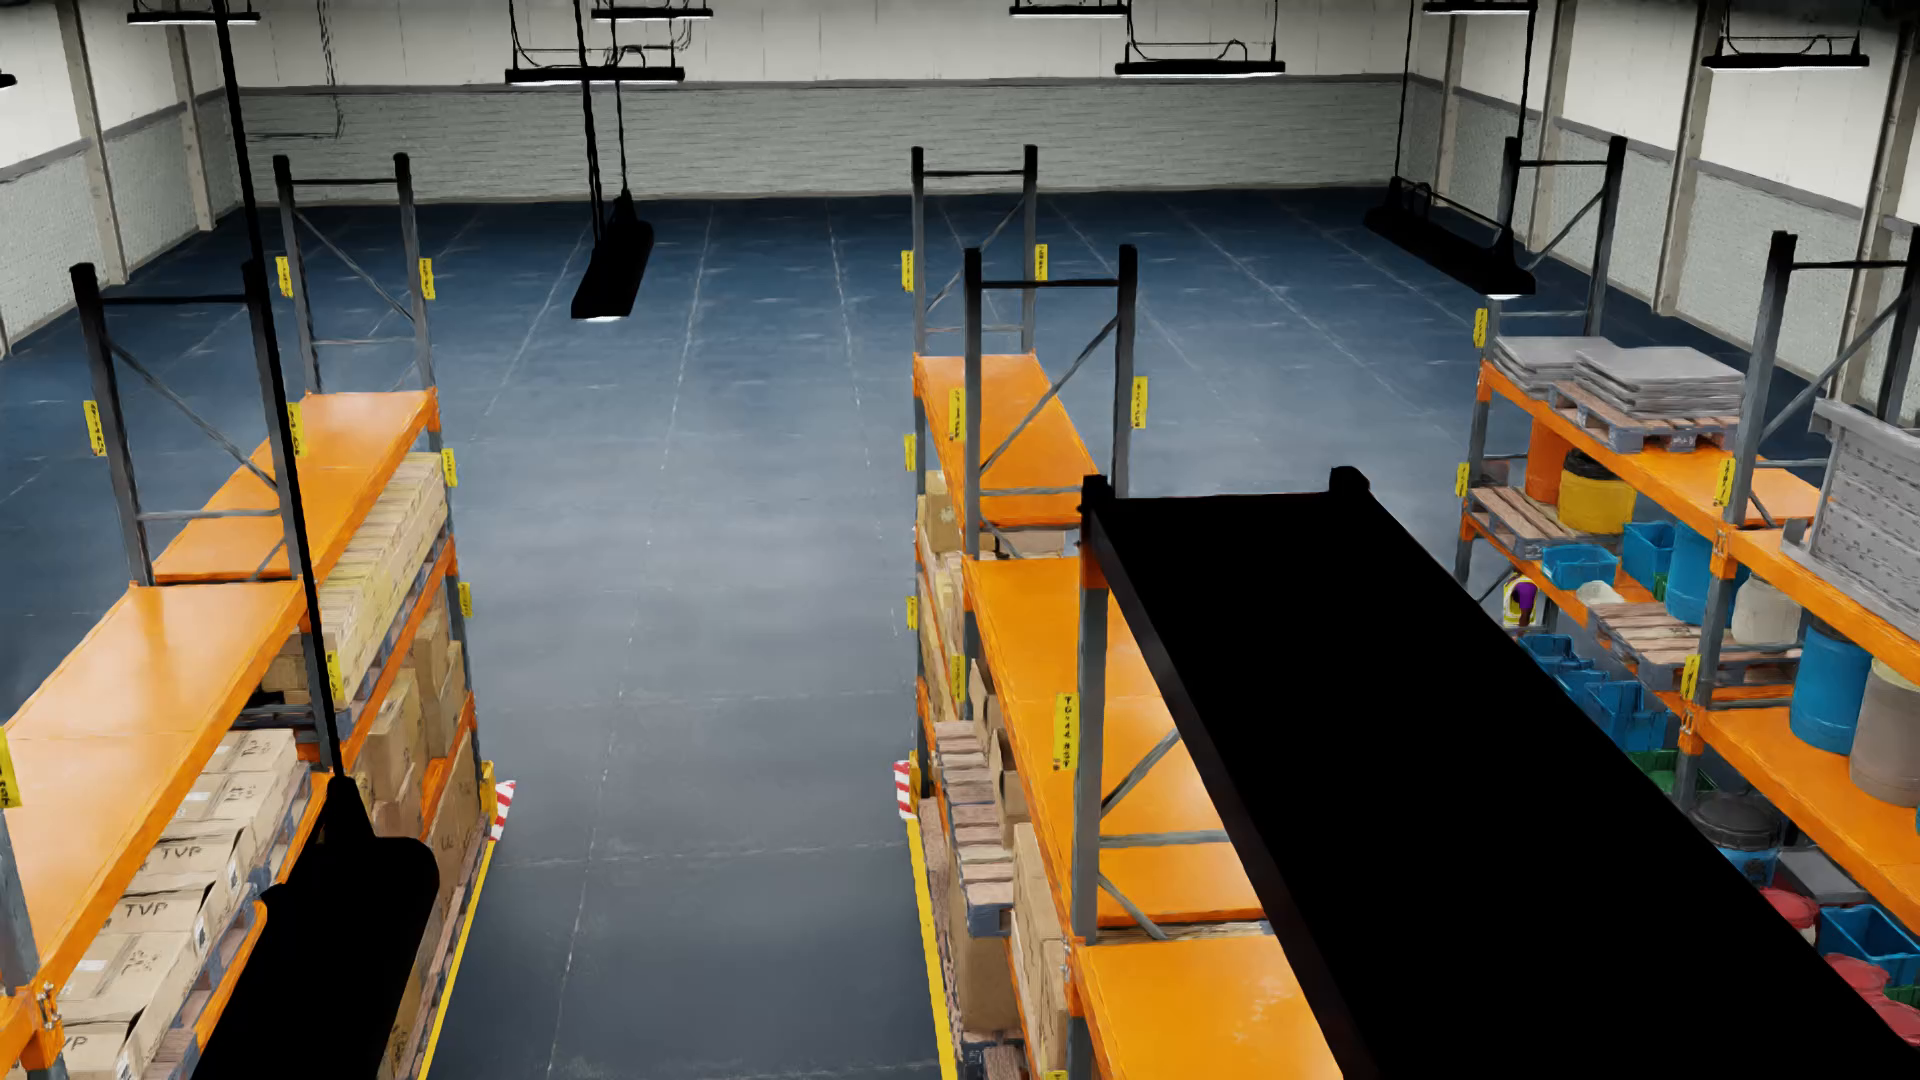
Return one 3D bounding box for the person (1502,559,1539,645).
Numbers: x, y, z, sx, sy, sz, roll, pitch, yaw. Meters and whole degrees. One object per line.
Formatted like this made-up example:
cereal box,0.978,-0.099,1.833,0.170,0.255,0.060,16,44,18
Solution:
person,5.697,0.878,17.019,0.478,1.772,0.649,8,23,19
